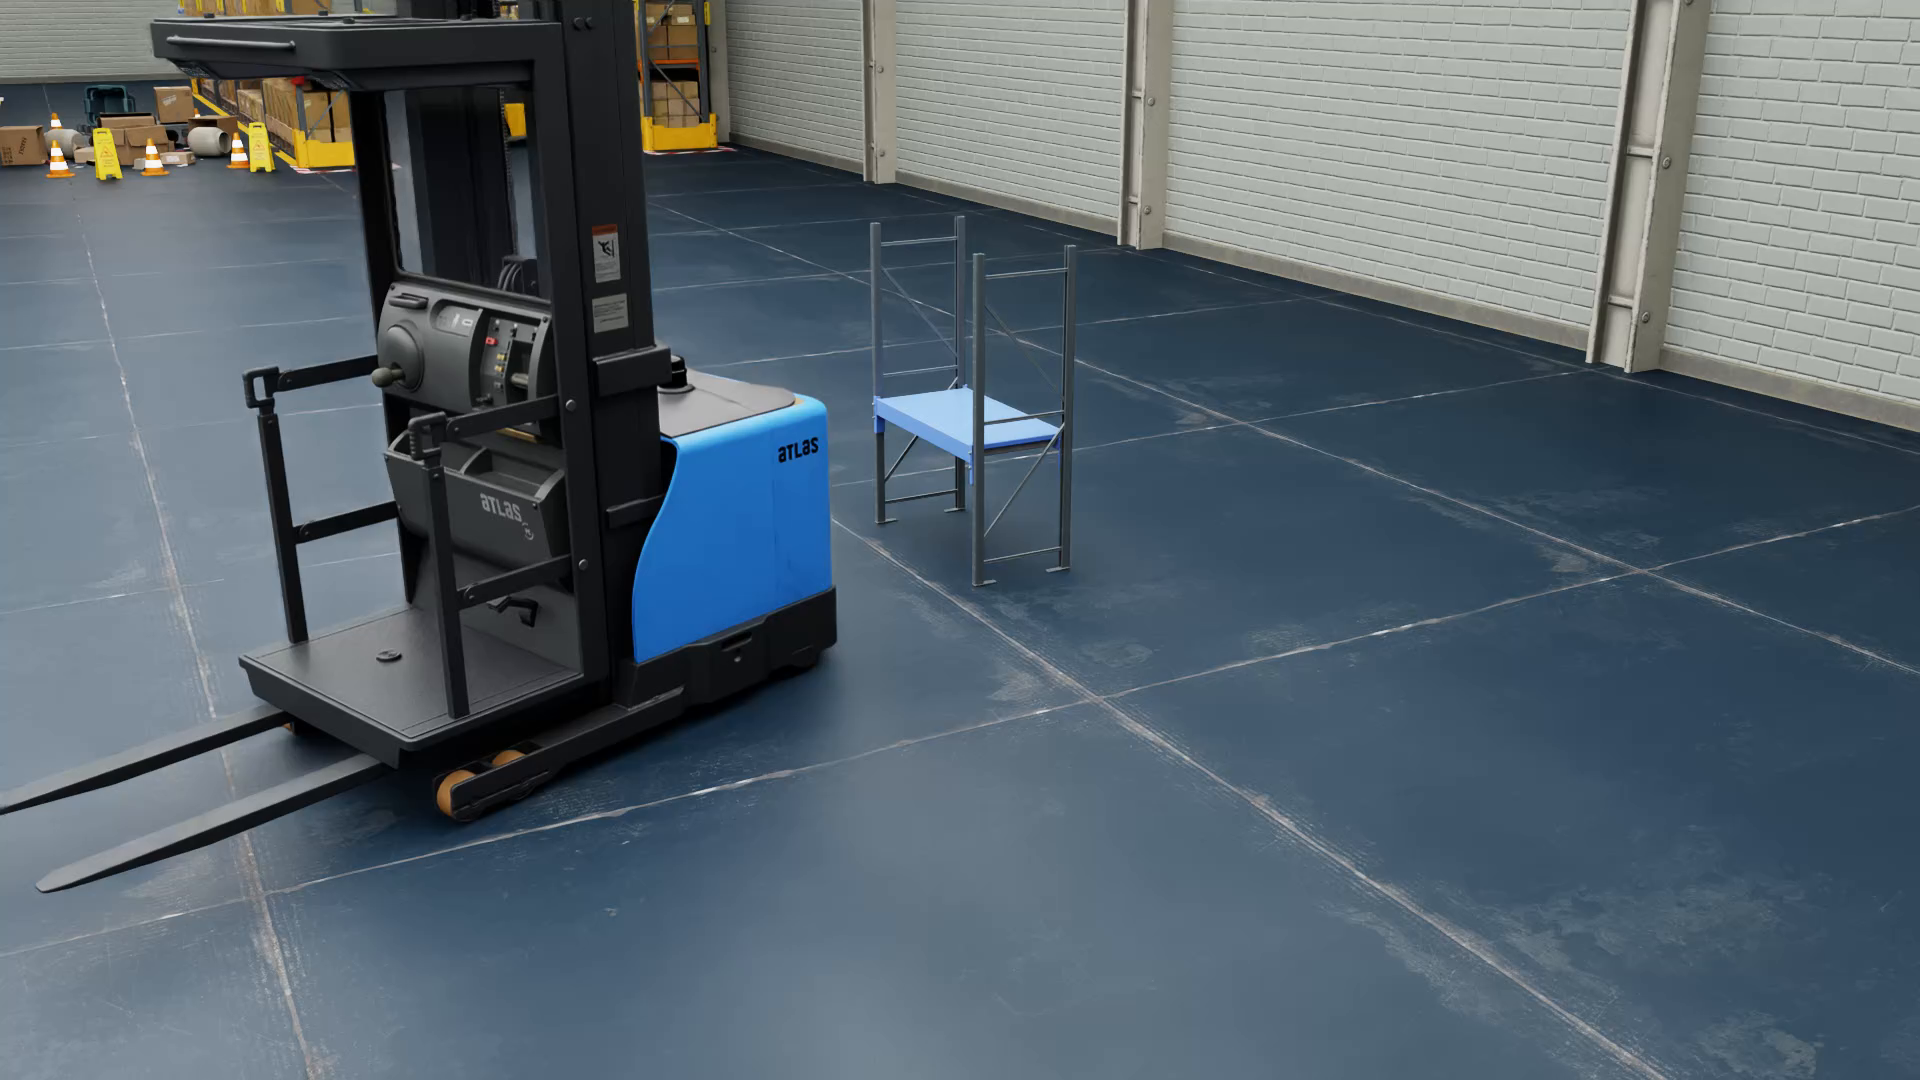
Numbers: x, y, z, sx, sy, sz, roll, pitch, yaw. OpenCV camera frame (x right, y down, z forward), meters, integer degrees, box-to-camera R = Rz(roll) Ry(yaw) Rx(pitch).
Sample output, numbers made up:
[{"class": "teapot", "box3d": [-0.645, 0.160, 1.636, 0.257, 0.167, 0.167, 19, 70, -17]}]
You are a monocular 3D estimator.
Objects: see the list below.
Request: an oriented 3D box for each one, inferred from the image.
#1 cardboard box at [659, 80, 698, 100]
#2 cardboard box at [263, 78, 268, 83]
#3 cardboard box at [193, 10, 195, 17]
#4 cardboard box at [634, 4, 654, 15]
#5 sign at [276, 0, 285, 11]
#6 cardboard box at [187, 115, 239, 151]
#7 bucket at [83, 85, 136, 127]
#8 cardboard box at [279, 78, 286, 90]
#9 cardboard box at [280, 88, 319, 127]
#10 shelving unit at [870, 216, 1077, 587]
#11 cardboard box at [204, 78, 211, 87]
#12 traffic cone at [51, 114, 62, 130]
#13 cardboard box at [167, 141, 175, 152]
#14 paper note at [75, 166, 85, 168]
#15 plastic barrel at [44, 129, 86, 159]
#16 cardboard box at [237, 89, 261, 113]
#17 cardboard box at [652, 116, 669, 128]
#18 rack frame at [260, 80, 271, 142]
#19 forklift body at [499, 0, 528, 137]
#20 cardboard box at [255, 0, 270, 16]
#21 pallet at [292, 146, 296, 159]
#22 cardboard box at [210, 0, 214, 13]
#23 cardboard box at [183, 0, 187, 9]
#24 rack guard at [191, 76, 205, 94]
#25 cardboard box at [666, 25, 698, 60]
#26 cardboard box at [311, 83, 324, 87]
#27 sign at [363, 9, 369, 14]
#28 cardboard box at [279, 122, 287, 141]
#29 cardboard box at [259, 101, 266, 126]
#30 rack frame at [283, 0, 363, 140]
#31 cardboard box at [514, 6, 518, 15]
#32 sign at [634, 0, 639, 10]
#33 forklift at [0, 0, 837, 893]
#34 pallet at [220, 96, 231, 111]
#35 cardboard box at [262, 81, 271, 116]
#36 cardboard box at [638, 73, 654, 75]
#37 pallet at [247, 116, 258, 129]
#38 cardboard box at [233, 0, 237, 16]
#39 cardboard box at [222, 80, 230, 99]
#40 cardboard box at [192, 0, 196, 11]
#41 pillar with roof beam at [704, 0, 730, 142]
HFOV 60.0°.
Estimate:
[{"class": "cardboard box", "box3d": [-4.409, -7.017, 25.906, 0.500, 0.250, 0.500, -10, 22, -27]}, {"class": "cardboard box", "box3d": [-10.564, -7.160, 25.710, 0.380, 0.149, 0.250, -10, 21, -26]}, {"class": "cardboard box", "box3d": [-15.593, -10.735, 34.491, 0.500, 0.500, 0.500, -9, 21, -25]}, {"class": "cardboard box", "box3d": [-4.847, -8.109, 25.428, 0.380, 0.149, 0.250, -10, 21, -27]}, {"class": "sign", "box3d": [-9.212, -7.325, 22.500, 0.100, 0.325, 0.005, -10, 21, -27]}, {"class": "cardboard box", "box3d": [-11.302, -6.158, 25.206, 0.500, 0.500, 0.500, 4, 19, 11]}, {"class": "bucket", "box3d": [-12.828, -6.550, 25.203, 0.726, 0.611, 0.620, -3, 9, -8]}, {"class": "cardboard box", "box3d": [-9.674, -6.625, 24.160, 0.380, 0.149, 0.250, -10, 21, -26]}, {"class": "cardboard box", "box3d": [-9.574, -6.300, 24.213, 0.500, 0.500, 0.500, -9, 21, -25]}, {"class": "shelving unit", "box3d": [0.041, -0.684, 7.816, 0.538, 1.500, 1.048, -10, 21, -27]}, {"class": "cardboard box", "box3d": [-15.910, -10.115, 36.129, 0.875, 0.438, 0.875, -11, 22, -28]}, {"class": "traffic cone", "box3d": [-14.229, -6.480, 26.202, 0.336, 0.463, 0.334, -10, 21, -27]}, {"class": "cardboard box", "box3d": [-12.115, -5.998, 25.106, 0.396, 0.266, 0.258, 7, 20, 20]}, {"class": "paper note", "box3d": [-12.253, -5.209, 23.184, 0.144, 0.017, 0.142, -3, 19, -8]}, {"class": "plastic barrel", "box3d": [-13.033, -5.755, 24.160, 0.512, 0.421, 0.421, 4, 19, 11]}, {"class": "cardboard box", "box3d": [-12.253, -7.797, 29.514, 0.950, 0.372, 0.625, -12, 22, -30]}, {"class": "cardboard box", "box3d": [-4.848, -6.463, 25.834, 0.500, 0.250, 0.500, -10, 21, -26]}, {"class": "rack frame", "box3d": [-10.613, -7.856, 26.301, 1.000, 3.000, 0.127, -10, 21, -27]}, {"class": "forklift body", "box3d": [-6.853, -7.339, 26.102, 2.313, 2.155, 1.214, -10, 21, -27]}, {"class": "cardboard box", "box3d": [-9.715, -7.758, 23.875, 0.700, 0.500, 0.500, -10, 22, -27]}, {"class": "pallet", "box3d": [-9.104, -5.651, 24.183, 1.003, 0.211, 1.213, -10, 21, -27]}, {"class": "cardboard box", "box3d": [-13.703, -10.069, 31.025, 0.500, 0.500, 0.500, -10, 22, -28]}, {"class": "cardboard box", "box3d": [-16.334, -11.639, 35.577, 0.500, 0.500, 0.500, -11, 22, -28]}, {"class": "rack guard", "box3d": [-16.323, -10.127, 36.712, 1.175, 0.500, 0.348, -10, 21, -27]}, {"class": "cardboard box", "box3d": [-4.338, -7.711, 25.725, 0.500, 0.500, 0.500, -9, 21, -25]}, {"class": "cardboard box", "box3d": [-9.610, -6.689, 25.341, 0.500, 0.500, 0.500, -9, 21, -24]}, {"class": "sign", "box3d": [-8.236, -7.201, 23.076, 0.100, 0.325, 0.005, -10, 21, -27]}, {"class": "cardboard box", "box3d": [-9.827, -6.097, 24.772, 0.500, 0.250, 0.500, -11, 22, -29]}, {"class": "cardboard box", "box3d": [-10.864, -6.963, 27.096, 0.950, 0.372, 0.625, -10, 21, -26]}, {"class": "rack frame", "box3d": [-8.714, -6.708, 22.973, 1.000, 3.000, 0.127, -10, 21, -27]}, {"class": "cardboard box", "box3d": [-8.126, -9.915, 31.119, 0.380, 0.149, 0.250, -9, 21, -25]}, {"class": "sign", "box3d": [-4.831, -8.057, 24.745, 0.100, 0.325, 0.005, -10, 21, -27]}, {"class": "forklift", "box3d": [-1.829, -0.645, 5.509, 1.130, 2.935, 3.031, 15, 24, 37]}, {"class": "pallet", "box3d": [-13.979, -8.625, 32.803, 1.003, 0.211, 1.213, -10, 21, -27]}, {"class": "cardboard box", "box3d": [-10.571, -6.898, 25.947, 0.500, 0.500, 0.500, -9, 21, -24]}, {"class": "cardboard box", "box3d": [-5.360, -7.596, 27.585, 0.500, 0.250, 0.500, -10, 21, -26]}, {"class": "pallet", "box3d": [-11.567, -7.112, 28.419, 1.003, 0.211, 1.213, -10, 21, -27]}, {"class": "cardboard box", "box3d": [-11.991, -8.926, 28.148, 0.500, 0.500, 0.500, -10, 21, -26]}, {"class": "cardboard box", "box3d": [-14.047, -9.182, 32.755, 0.875, 0.875, 0.875, -9, 21, -25]}, {"class": "cardboard box", "box3d": [-15.363, -11.057, 33.891, 0.500, 0.500, 0.500, -10, 21, -26]}, {"class": "pillar with roof beam", "box3d": [-7.673, -9.987, 23.277, 9.100, 9.000, 0.400, -10, 21, -27]}]
